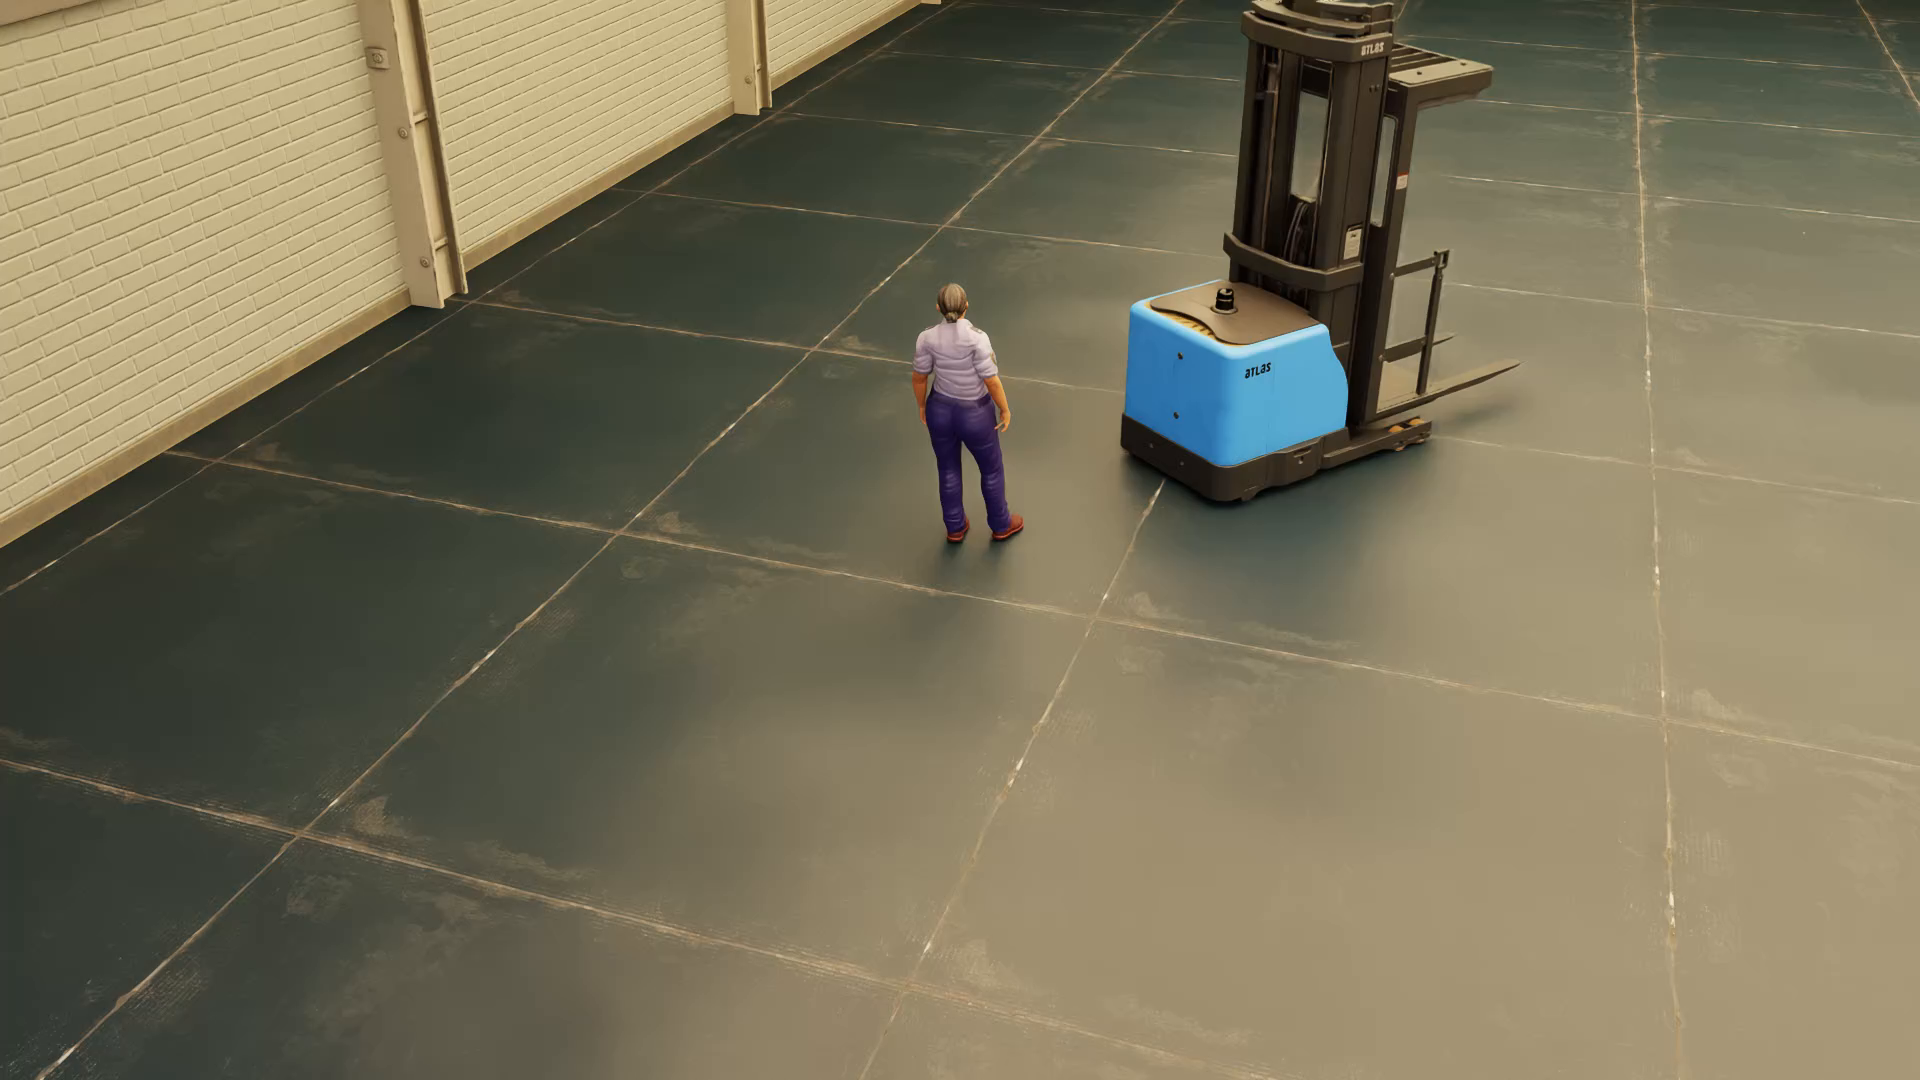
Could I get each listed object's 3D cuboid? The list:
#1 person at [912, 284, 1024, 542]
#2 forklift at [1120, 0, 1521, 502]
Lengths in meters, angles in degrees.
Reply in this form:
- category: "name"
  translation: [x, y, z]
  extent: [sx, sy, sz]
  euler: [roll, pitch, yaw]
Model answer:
- category: "person"
  translation: [0.051, -0.760, 9.752]
  extent: [0.598, 1.651, 0.502]
  euler: [10, 31, 16]
- category: "forklift"
  translation: [2.573, -2.067, 10.762]
  extent: [3.031, 2.935, 1.130]
  euler: [-19, 35, -29]
